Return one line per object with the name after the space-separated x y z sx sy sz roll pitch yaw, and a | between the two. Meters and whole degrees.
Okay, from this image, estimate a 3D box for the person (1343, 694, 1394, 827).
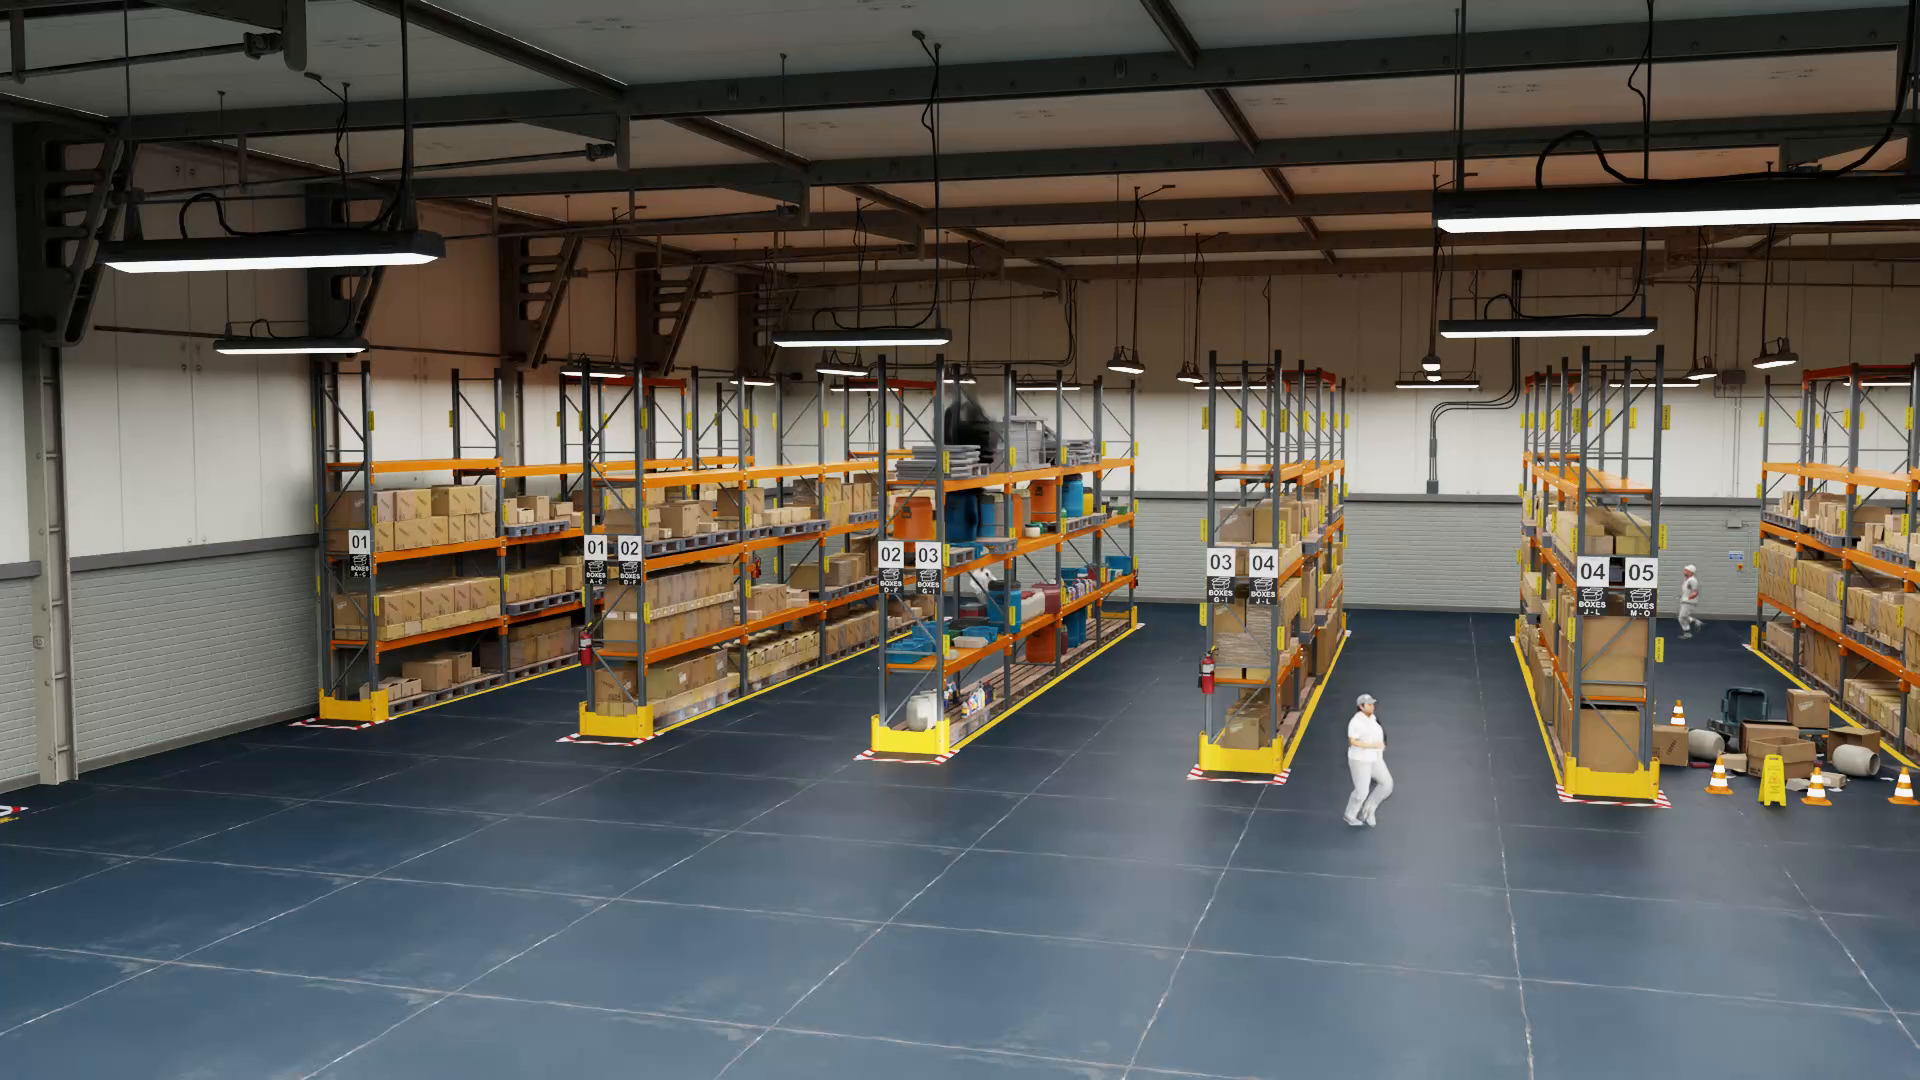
4.995 2.717 20.417 0.667 1.662 0.604 -4 6 -42 | person

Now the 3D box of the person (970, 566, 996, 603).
0.567 1.273 40.868 0.655 1.638 0.627 -1 4 -7 | person

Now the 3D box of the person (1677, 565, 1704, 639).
16.748 1.428 38.043 0.584 1.714 0.665 1 4 14 | person
